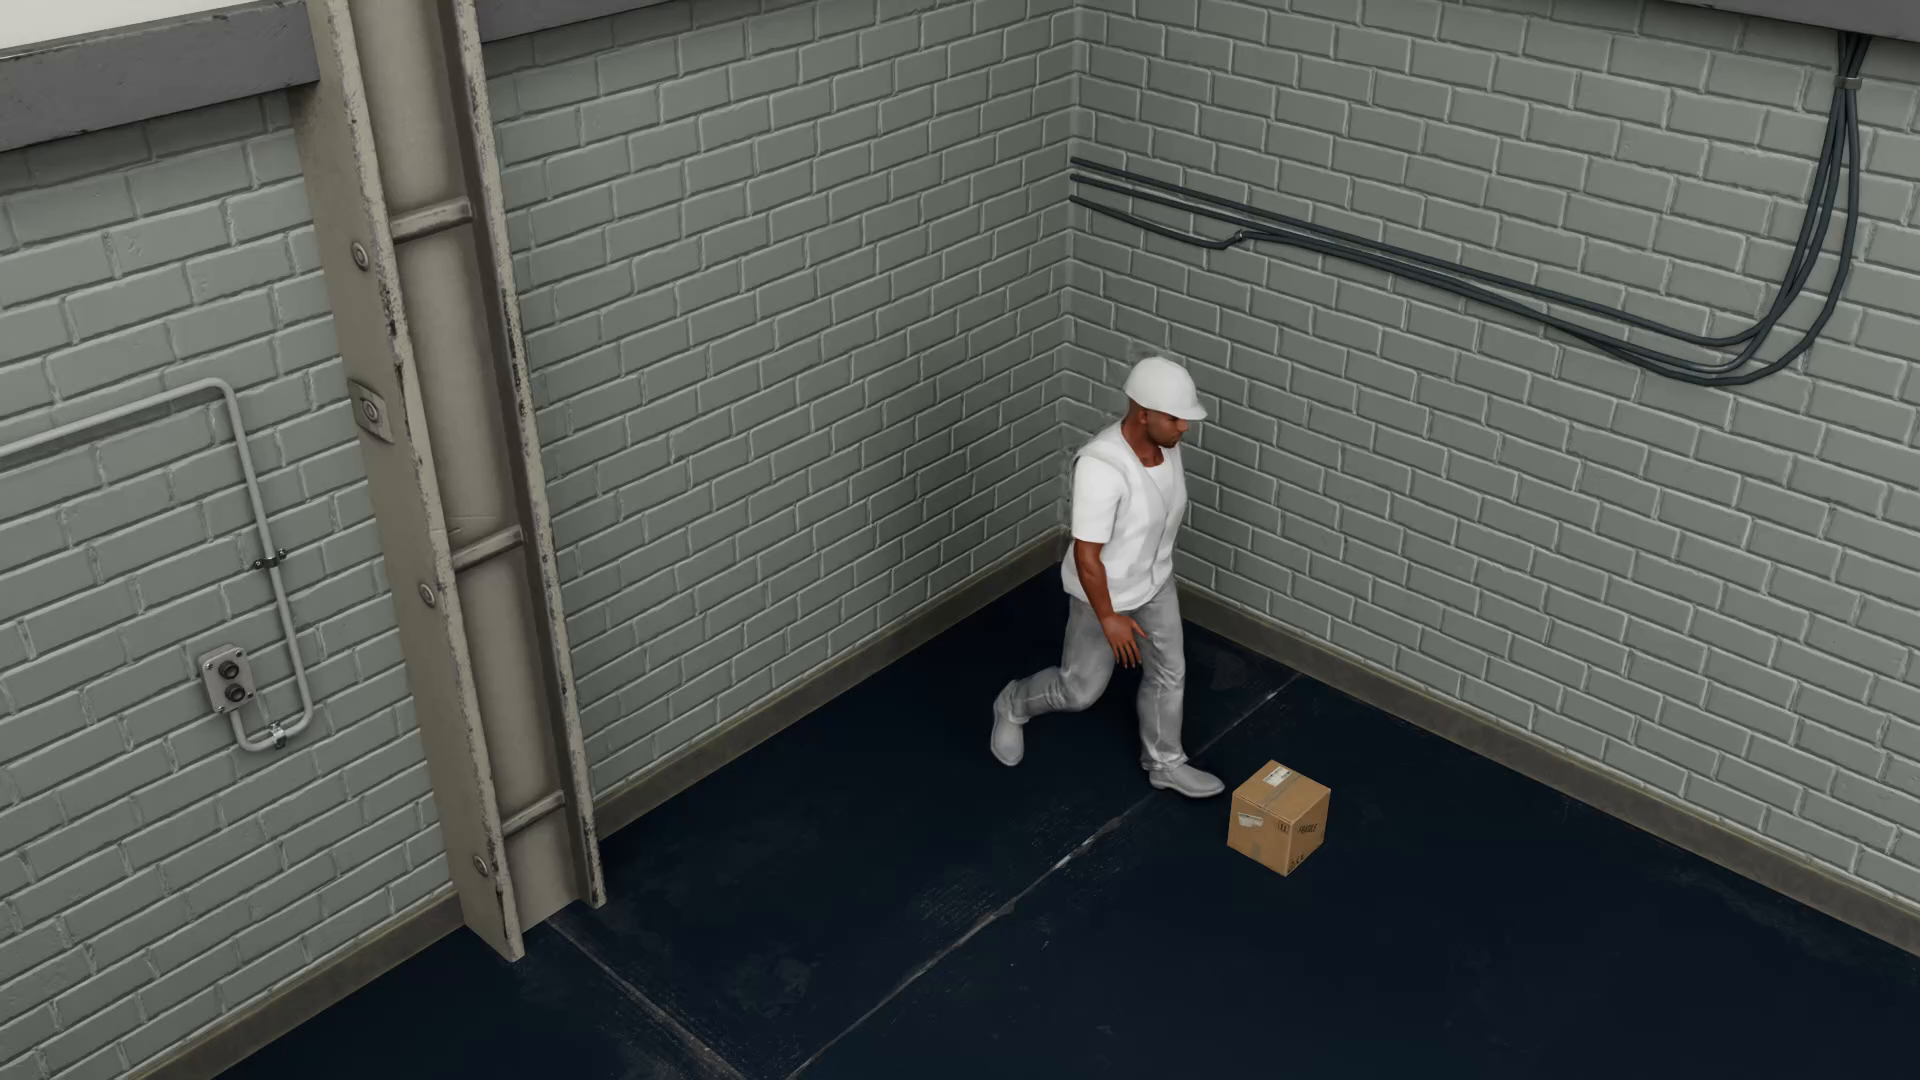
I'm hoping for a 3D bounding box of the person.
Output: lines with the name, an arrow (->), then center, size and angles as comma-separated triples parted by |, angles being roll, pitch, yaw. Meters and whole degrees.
person -> 0.538, 0.147, 5.871 | 0.890, 1.746, 0.582 | 25, 39, 35
